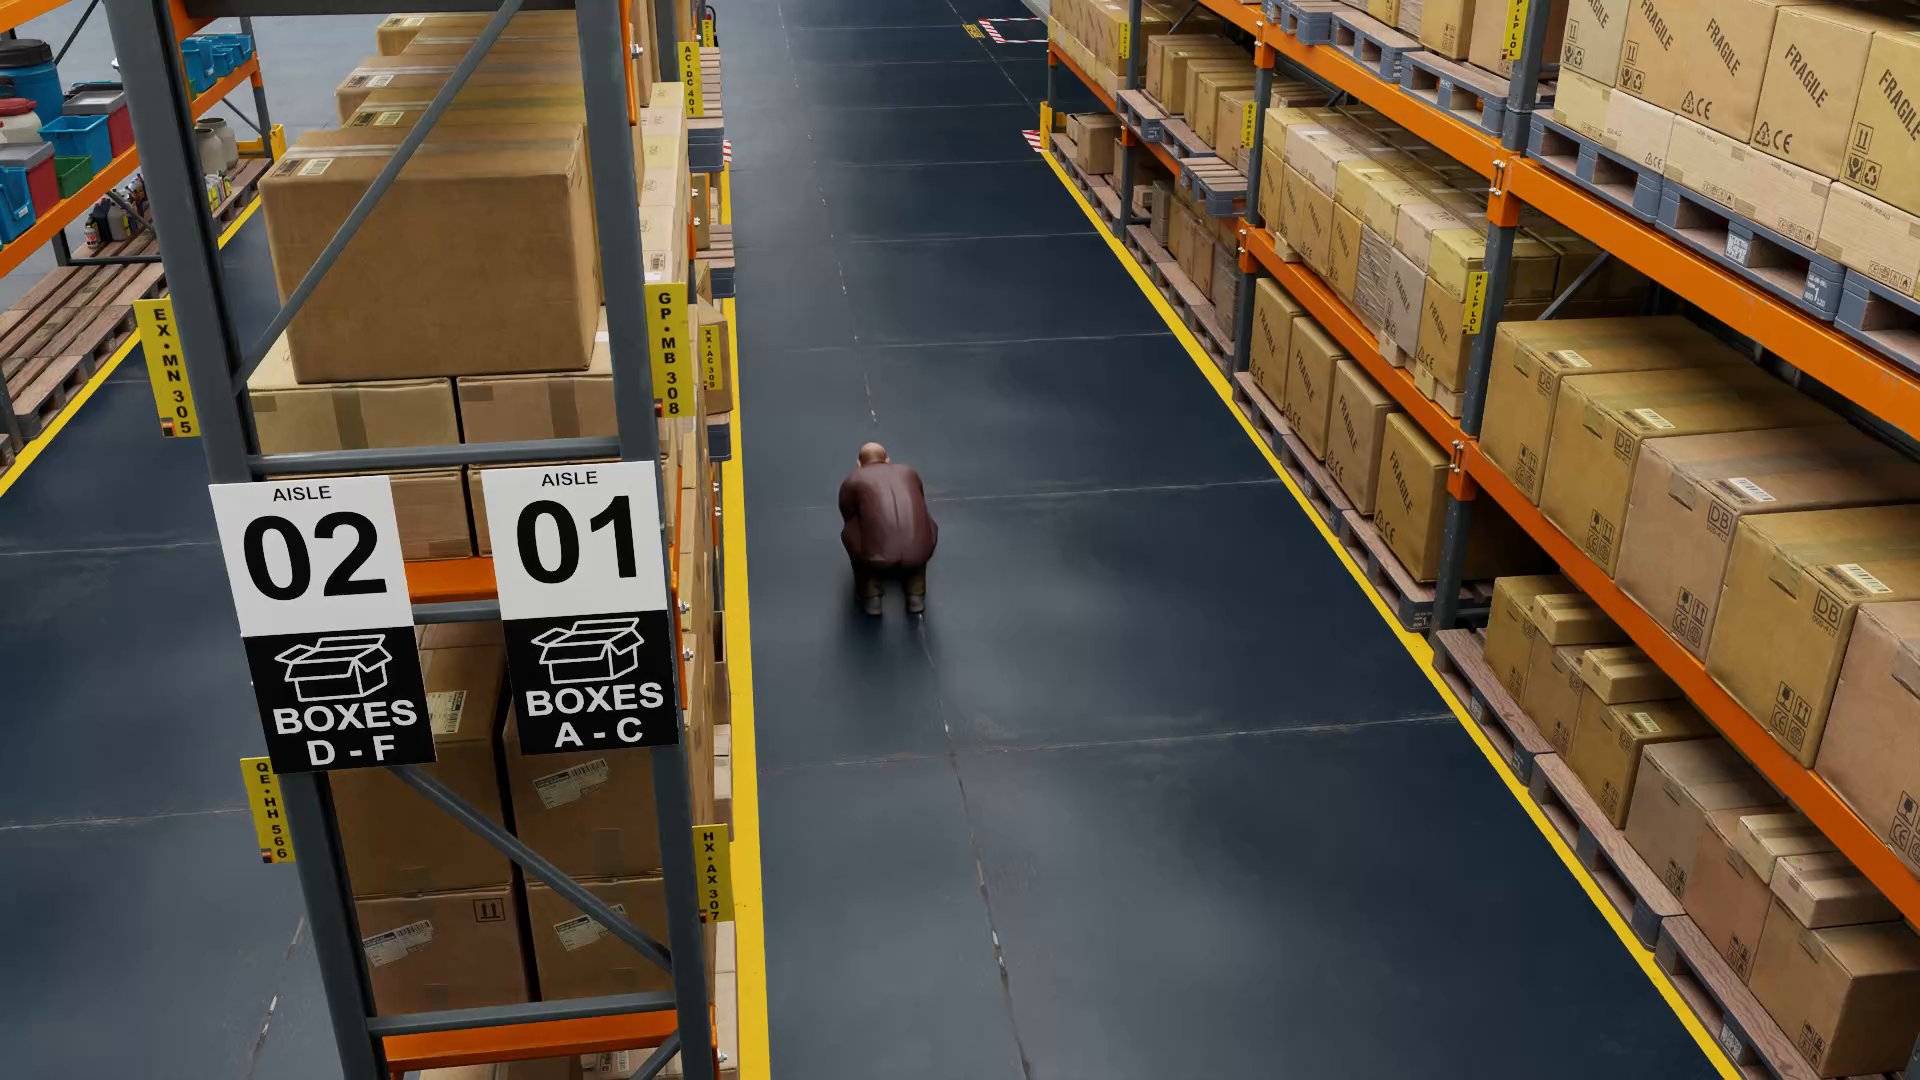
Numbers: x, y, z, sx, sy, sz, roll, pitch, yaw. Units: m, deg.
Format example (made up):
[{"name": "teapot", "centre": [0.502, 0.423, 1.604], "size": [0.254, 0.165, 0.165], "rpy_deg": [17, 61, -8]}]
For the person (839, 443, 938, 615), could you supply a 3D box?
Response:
[{"name": "person", "centre": [-0.425, -0.018, 9.870], "size": [0.580, 0.844, 0.921], "rpy_deg": [-4, 27, -8]}]
